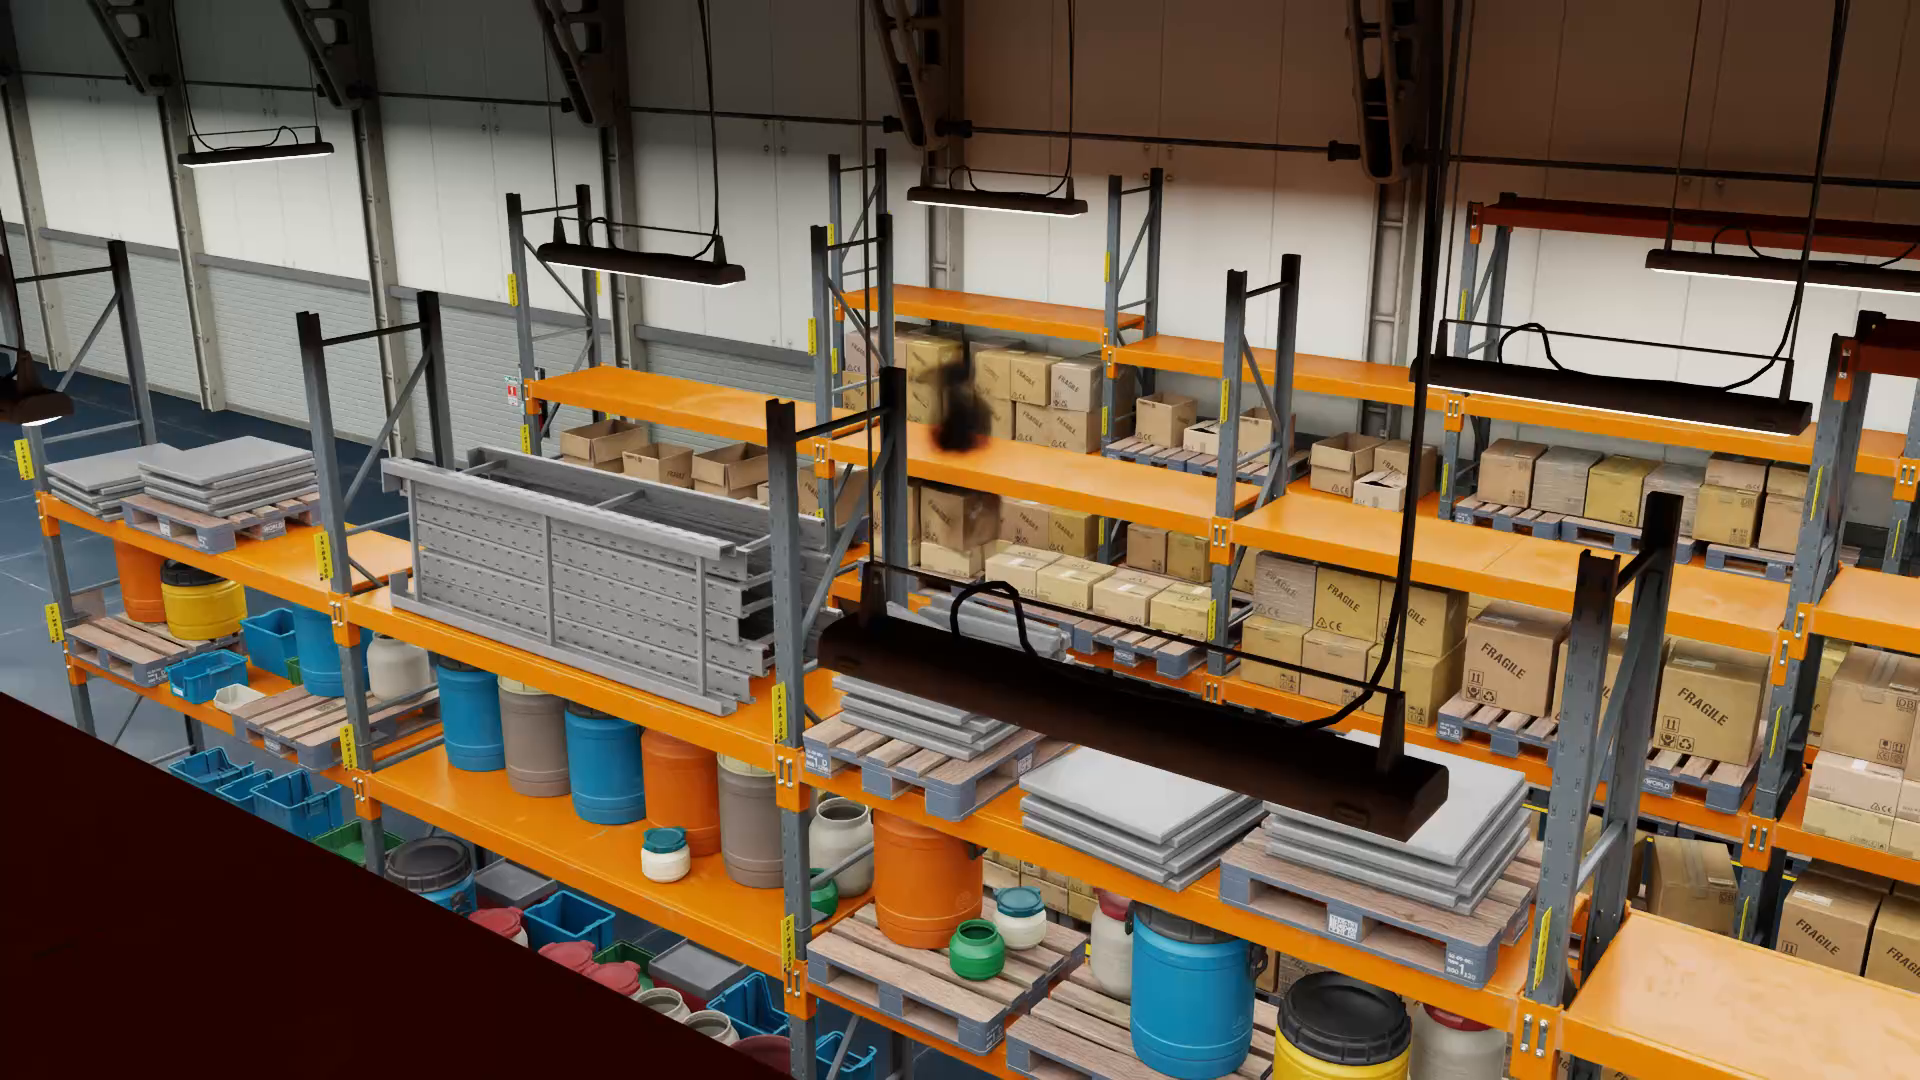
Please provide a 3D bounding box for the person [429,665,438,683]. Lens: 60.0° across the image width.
[{"bbox_3d":[-6.394,1.135,19.053,0.957,1.716,0.645,-12,22,-33],"label":"person"}]
